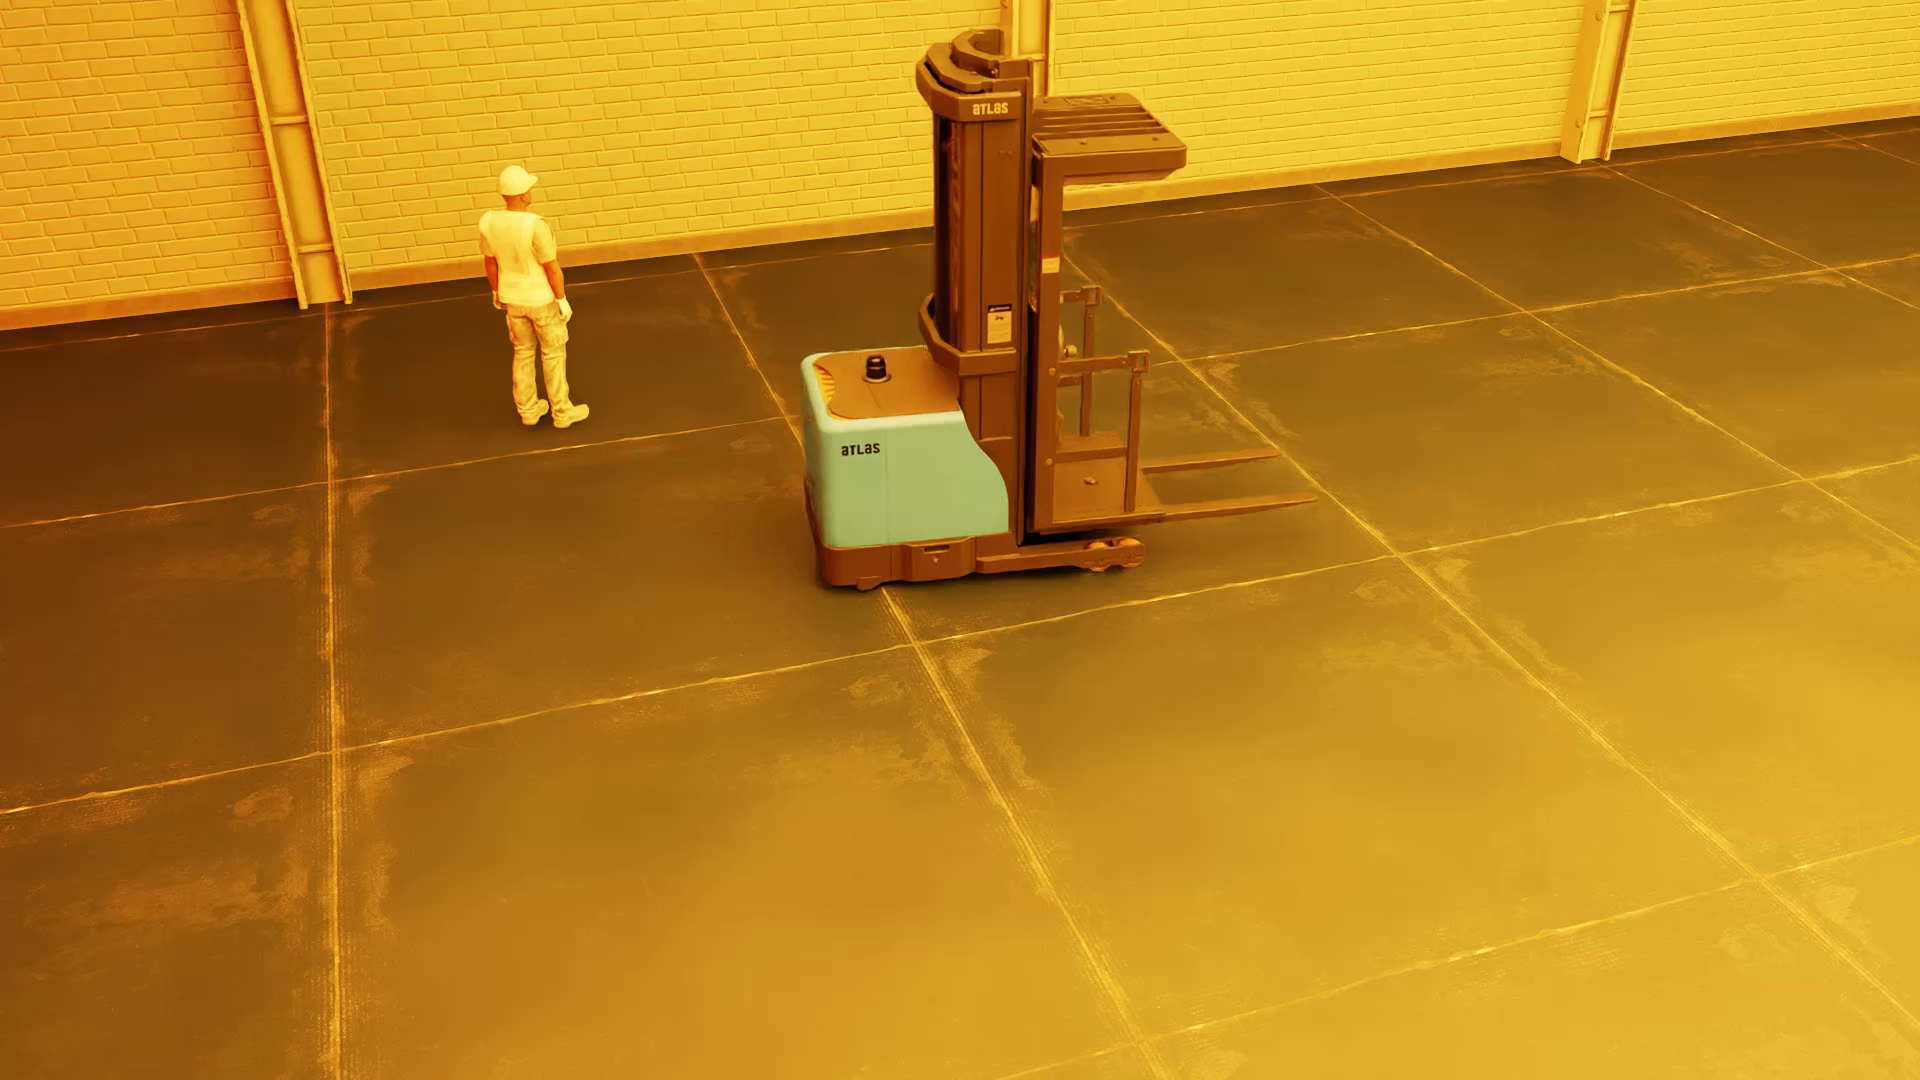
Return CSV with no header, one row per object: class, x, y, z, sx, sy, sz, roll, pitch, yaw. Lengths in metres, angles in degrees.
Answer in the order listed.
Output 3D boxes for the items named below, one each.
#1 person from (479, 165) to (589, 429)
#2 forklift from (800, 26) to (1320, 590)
person,-2.833,-1.611,11.036,0.577,1.789,0.375,11,32,18
forklift,0.620,-1.342,9.420,3.031,2.935,1.130,-6,30,-10
